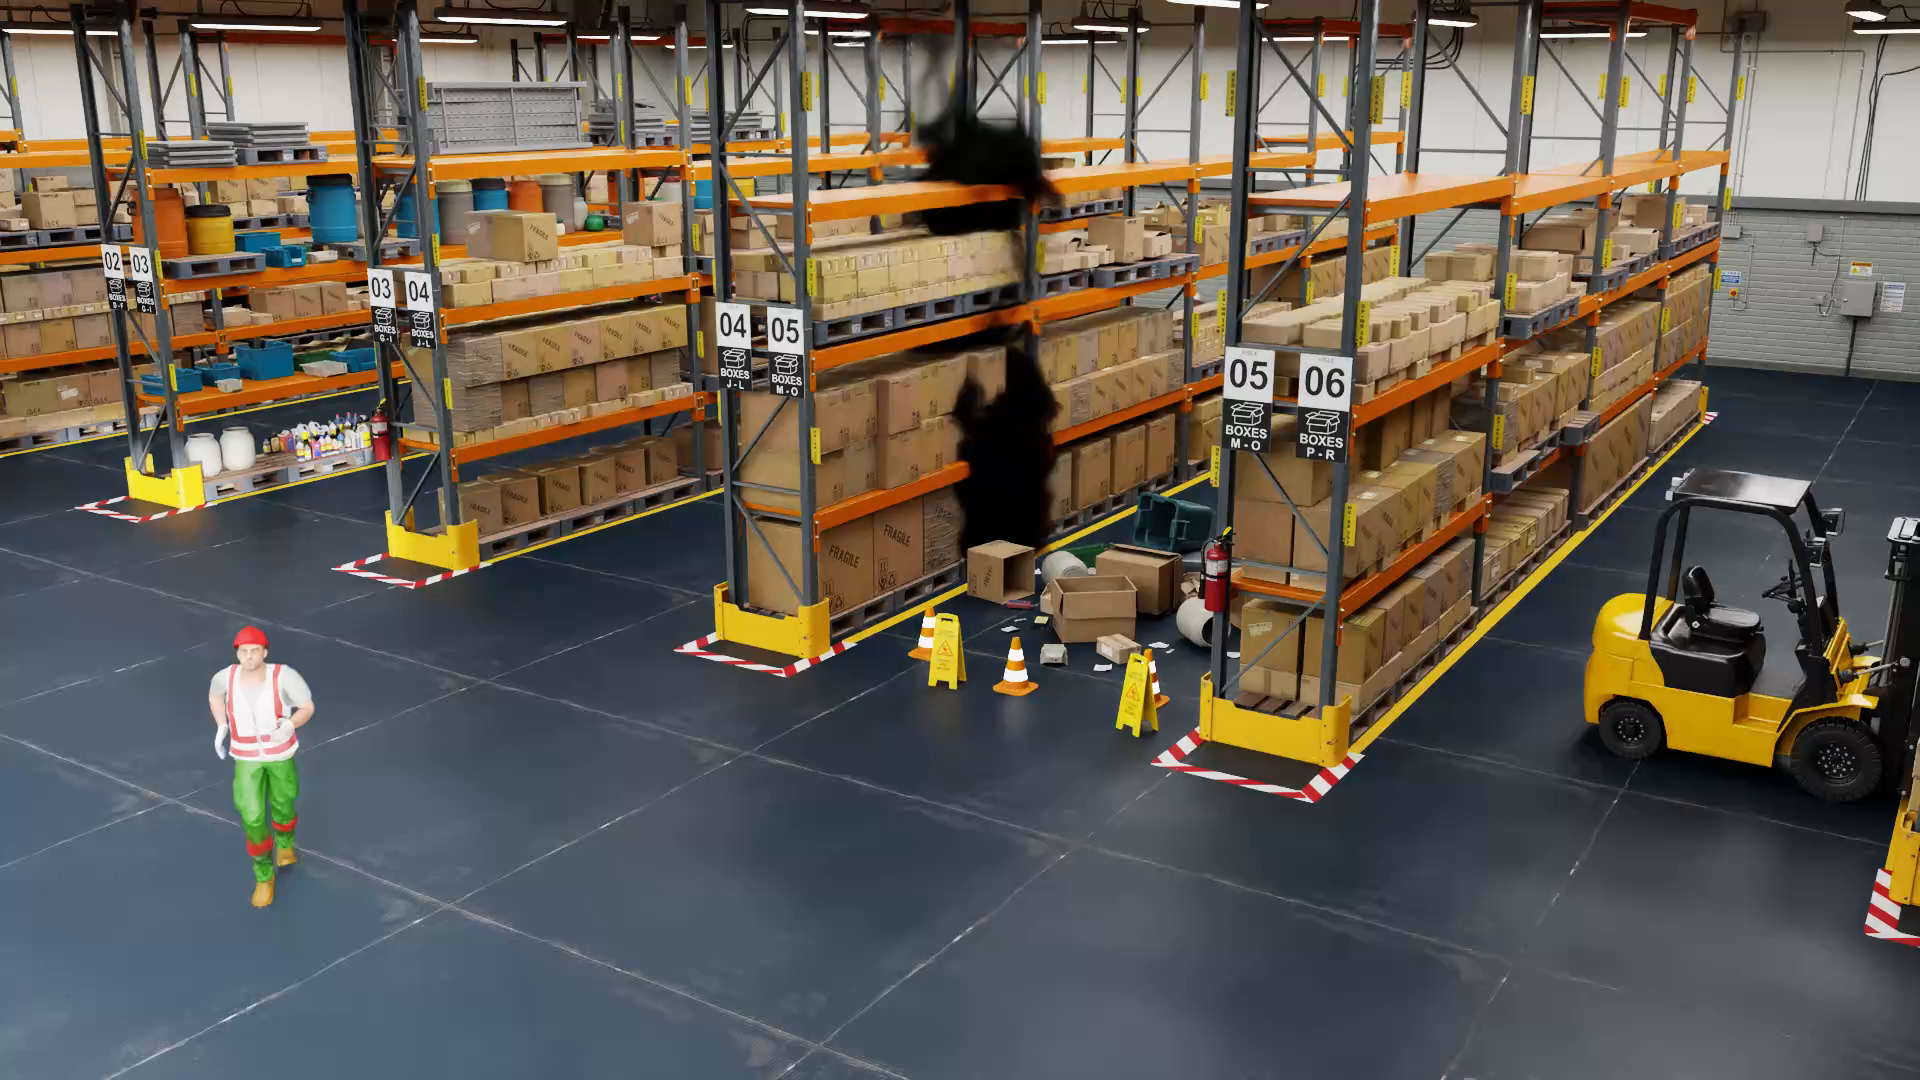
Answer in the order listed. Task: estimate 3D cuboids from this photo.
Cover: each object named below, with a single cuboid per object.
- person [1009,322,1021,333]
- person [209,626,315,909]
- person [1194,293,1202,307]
[{"bbox_3d":[0.767,-2.427,24.754,0.628,1.705,0.683,6,17,20],"label":"person"},{"bbox_3d":[-4.492,1.430,10.789,0.639,1.845,0.770,-6,16,-19],"label":"person"},{"bbox_3d":[3.783,-3.106,26.962,0.675,1.797,0.943,9,18,30],"label":"person"}]
